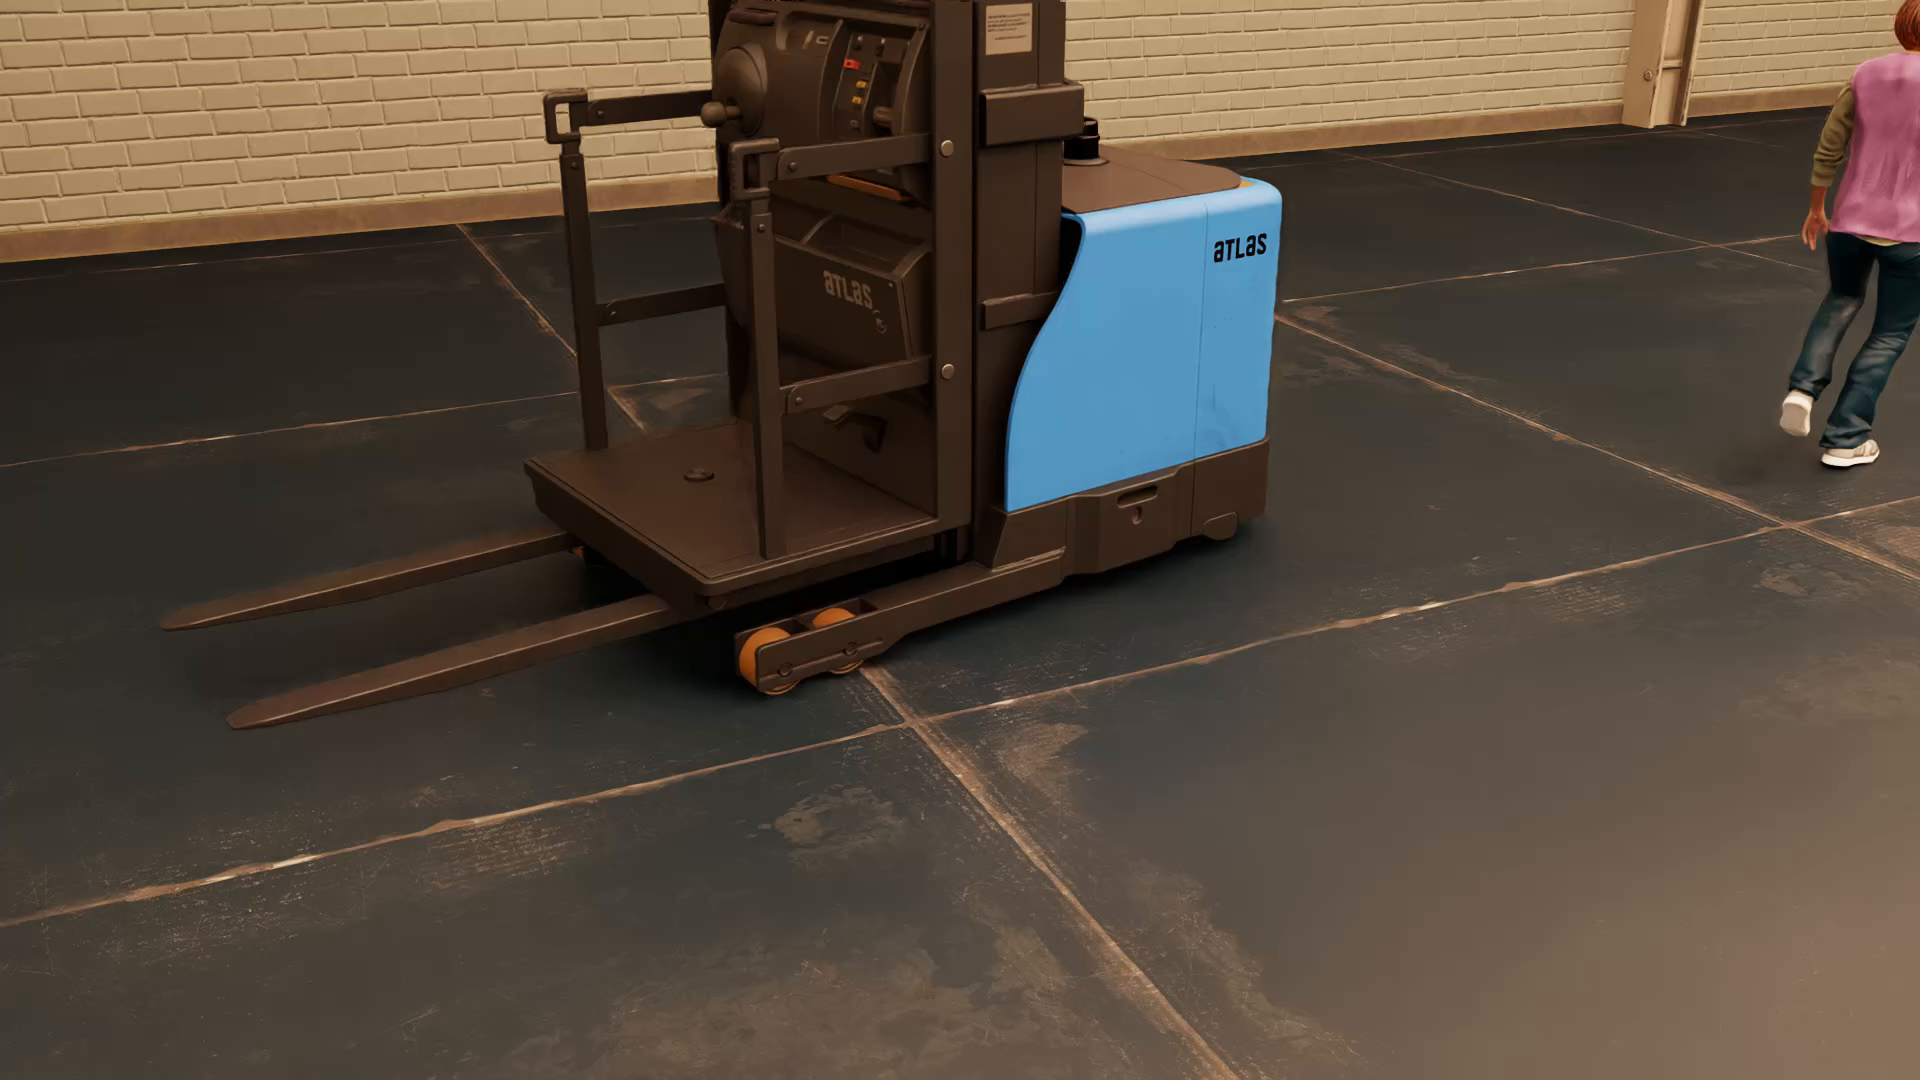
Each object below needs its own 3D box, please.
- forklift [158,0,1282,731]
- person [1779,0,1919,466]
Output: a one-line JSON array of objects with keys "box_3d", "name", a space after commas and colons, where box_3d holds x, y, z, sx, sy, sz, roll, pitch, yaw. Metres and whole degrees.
[{"box_3d": [-0.541, -1.194, 4.160, 3.031, 2.935, 1.130, -16, 27, -34], "name": "forklift"}, {"box_3d": [3.089, -1.031, 5.535, 0.425, 1.578, 0.534, -17, 28, -35], "name": "person"}]
